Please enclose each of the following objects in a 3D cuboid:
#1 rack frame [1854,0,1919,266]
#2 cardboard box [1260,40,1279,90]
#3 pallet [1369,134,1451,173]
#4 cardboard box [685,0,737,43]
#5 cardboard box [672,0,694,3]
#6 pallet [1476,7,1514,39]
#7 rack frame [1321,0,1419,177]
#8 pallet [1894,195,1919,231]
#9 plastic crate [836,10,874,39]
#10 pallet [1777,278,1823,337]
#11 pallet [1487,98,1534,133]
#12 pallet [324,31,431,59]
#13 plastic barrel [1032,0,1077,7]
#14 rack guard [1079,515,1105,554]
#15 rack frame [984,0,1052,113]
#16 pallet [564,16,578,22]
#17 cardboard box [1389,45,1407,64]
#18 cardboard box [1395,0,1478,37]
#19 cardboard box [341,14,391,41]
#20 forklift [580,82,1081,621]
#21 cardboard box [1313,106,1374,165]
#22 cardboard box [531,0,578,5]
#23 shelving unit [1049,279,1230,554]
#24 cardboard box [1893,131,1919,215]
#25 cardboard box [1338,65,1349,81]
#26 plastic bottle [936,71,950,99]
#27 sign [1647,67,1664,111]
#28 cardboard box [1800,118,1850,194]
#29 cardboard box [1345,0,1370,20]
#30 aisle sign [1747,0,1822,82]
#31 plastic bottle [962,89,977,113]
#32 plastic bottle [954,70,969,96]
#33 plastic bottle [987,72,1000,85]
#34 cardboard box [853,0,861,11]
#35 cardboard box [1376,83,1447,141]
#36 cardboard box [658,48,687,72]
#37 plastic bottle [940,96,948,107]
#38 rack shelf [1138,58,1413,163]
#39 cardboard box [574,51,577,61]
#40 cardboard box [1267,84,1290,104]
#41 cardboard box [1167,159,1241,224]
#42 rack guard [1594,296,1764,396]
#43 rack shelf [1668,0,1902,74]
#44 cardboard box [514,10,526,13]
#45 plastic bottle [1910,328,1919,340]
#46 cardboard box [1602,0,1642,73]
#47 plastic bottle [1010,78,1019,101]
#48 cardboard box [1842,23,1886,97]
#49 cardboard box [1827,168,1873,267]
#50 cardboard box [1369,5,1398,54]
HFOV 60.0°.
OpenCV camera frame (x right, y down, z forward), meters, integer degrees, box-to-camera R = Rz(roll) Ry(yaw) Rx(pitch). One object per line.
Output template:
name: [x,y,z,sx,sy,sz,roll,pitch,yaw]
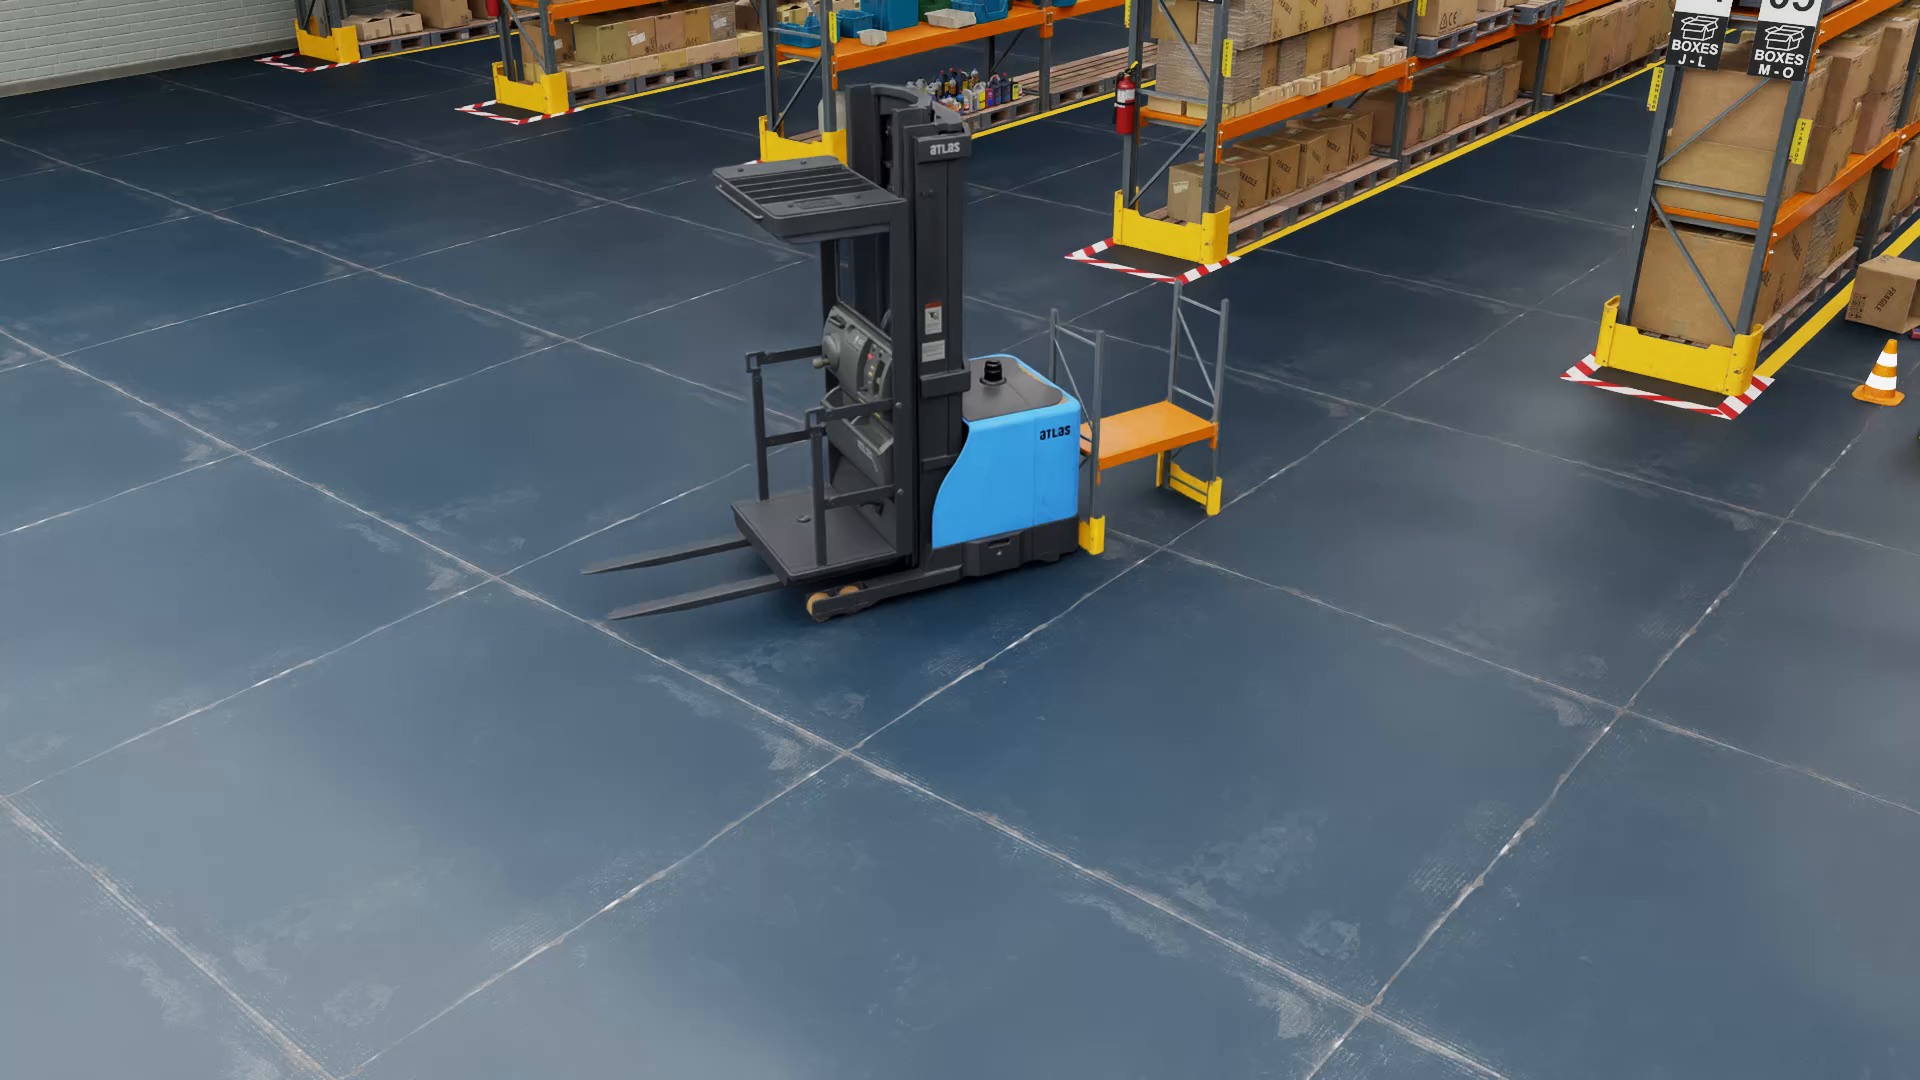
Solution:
rack frame: [8.324,-4.106,15.555,1.000,3.000,0.127,21,34,34]
cardboard box: [2.613,-4.749,16.366,0.875,0.500,0.500,21,34,34]
pallet: [5.055,-4.630,19.602,1.003,0.211,1.213,21,34,34]
cardboard box: [-3.534,-7.385,23.611,0.500,0.500,0.500,21,34,34]
cardboard box: [-3.930,-7.534,23.901,0.500,0.500,0.500,21,34,34]
pallet: [5.877,-6.211,19.832,1.003,0.211,1.213,21,34,34]
rack frame: [4.561,-5.592,18.427,1.000,3.000,0.127,21,34,34]
pallet: [9.532,-3.598,17.607,1.003,0.211,1.213,21,34,34]
plastic crate: [-1.301,-6.049,19.471,0.499,0.251,0.408,21,34,34]
pallet: [7.004,-2.187,14.879,1.003,0.211,1.213,21,34,34]
pallet: [6.607,-5.495,21.274,1.003,0.211,1.213,21,34,34]
pallet: [-8.858,-7.583,25.310,1.003,0.211,1.213,21,34,34]
plastic barrel: [1.218,-7.310,21.203,0.600,0.901,0.708,21,34,34]
rack guard: [0.736,-0.137,10.874,0.087,0.250,0.587,-17,32,-30]
rack frame: [0.739,-7.039,21.225,1.000,3.000,0.127,21,34,34]
pallet: [-6.412,-8.973,27.997,1.003,0.211,1.213,21,34,34]
cardboard box: [4.651,-5.318,18.171,0.380,0.149,0.250,21,34,34]
cardboard box: [5.174,-6.286,18.658,1.000,1.000,1.000,21,34,35]
cardboard box: [-8.941,-7.737,25.020,0.500,0.311,0.500,17,32,29]
forklift: [-0.796,-1.094,9.807,3.031,2.935,1.130,-13,30,-23]
cardboard box: [4.275,-4.538,18.653,0.500,0.500,0.500,20,33,33]
cardboard box: [-5.319,-7.276,21.574,0.700,0.500,0.500,21,34,34]
shelving unit: [1.149,-0.820,10.834,1.083,1.500,0.587,-17,32,-30]
cardboard box: [9.266,-3.881,17.111,1.050,0.750,0.750,21,34,34]
cardboard box: [3.817,-4.889,17.342,0.380,0.149,0.250,21,34,34]
plastic bottle: [-0.215,-5.826,21.284,0.144,0.351,0.185,19,33,32]
sign: [5.369,-3.471,12.809,0.100,0.325,0.005,21,34,34]
cardboard box: [6.766,-3.263,13.761,0.875,0.550,0.550,21,34,34]
cardboard box: [3.851,-5.618,16.956,0.500,0.500,0.500,21,34,34]
aisle sign: [5.966,-3.730,11.998,0.394,0.787,0.004,21,34,34]
plastic bottle: [0.118,-5.473,20.683,0.152,0.276,0.135,21,34,35]
plastic bottle: [0.016,-5.851,21.332,0.144,0.351,0.185,21,34,34]
plastic bottle: [0.440,-5.788,21.209,0.144,0.351,0.185,21,34,34]
cardboard box: [-1.649,-8.322,25.629,0.500,0.311,0.500,22,34,36]
cardboard box: [5.286,-5.052,19.625,0.700,0.500,0.500,21,34,34]
cardboard box: [-4.157,-6.692,23.088,0.500,0.250,0.500,21,34,34]
plastic bottle: [-0.194,-5.278,20.310,0.097,0.271,0.097,0,27,0]
rack shelf: [3.288,-4.563,17.221,1.077,0.370,4.000,21,34,34]
cardboard box: [-5.203,-6.493,22.703,0.500,0.250,0.500,21,34,34]
cardboard box: [3.033,-4.442,16.477,0.380,0.149,0.250,21,34,34]
cardboard box: [2.426,-3.466,16.581,0.500,0.500,0.500,-21,34,-35]
rack guard: [5.764,-1.569,13.372,1.175,0.500,0.348,21,34,34]
rack shelf: [7.051,-4.410,13.660,1.077,0.370,4.000,21,34,34]
cardboard box: [-7.223,-8.673,26.988,0.380,0.166,0.250,16,31,28]
plastic bottle: [8.276,-1.747,14.192,0.283,0.061,0.133,9,29,17]
cardboard box: [8.690,-7.121,23.238,1.225,0.875,0.875,19,33,33]
plastic bottle: [0.687,-5.761,21.232,0.061,0.283,0.133,23,35,37]
cardboard box: [7.353,-4.152,14.304,0.875,0.550,0.550,21,34,34]
cardboard box: [7.870,-3.147,15.555,0.875,0.875,0.875,21,34,35]
cardboard box: [4.227,-5.627,18.062,0.875,0.500,0.500,21,34,34]
